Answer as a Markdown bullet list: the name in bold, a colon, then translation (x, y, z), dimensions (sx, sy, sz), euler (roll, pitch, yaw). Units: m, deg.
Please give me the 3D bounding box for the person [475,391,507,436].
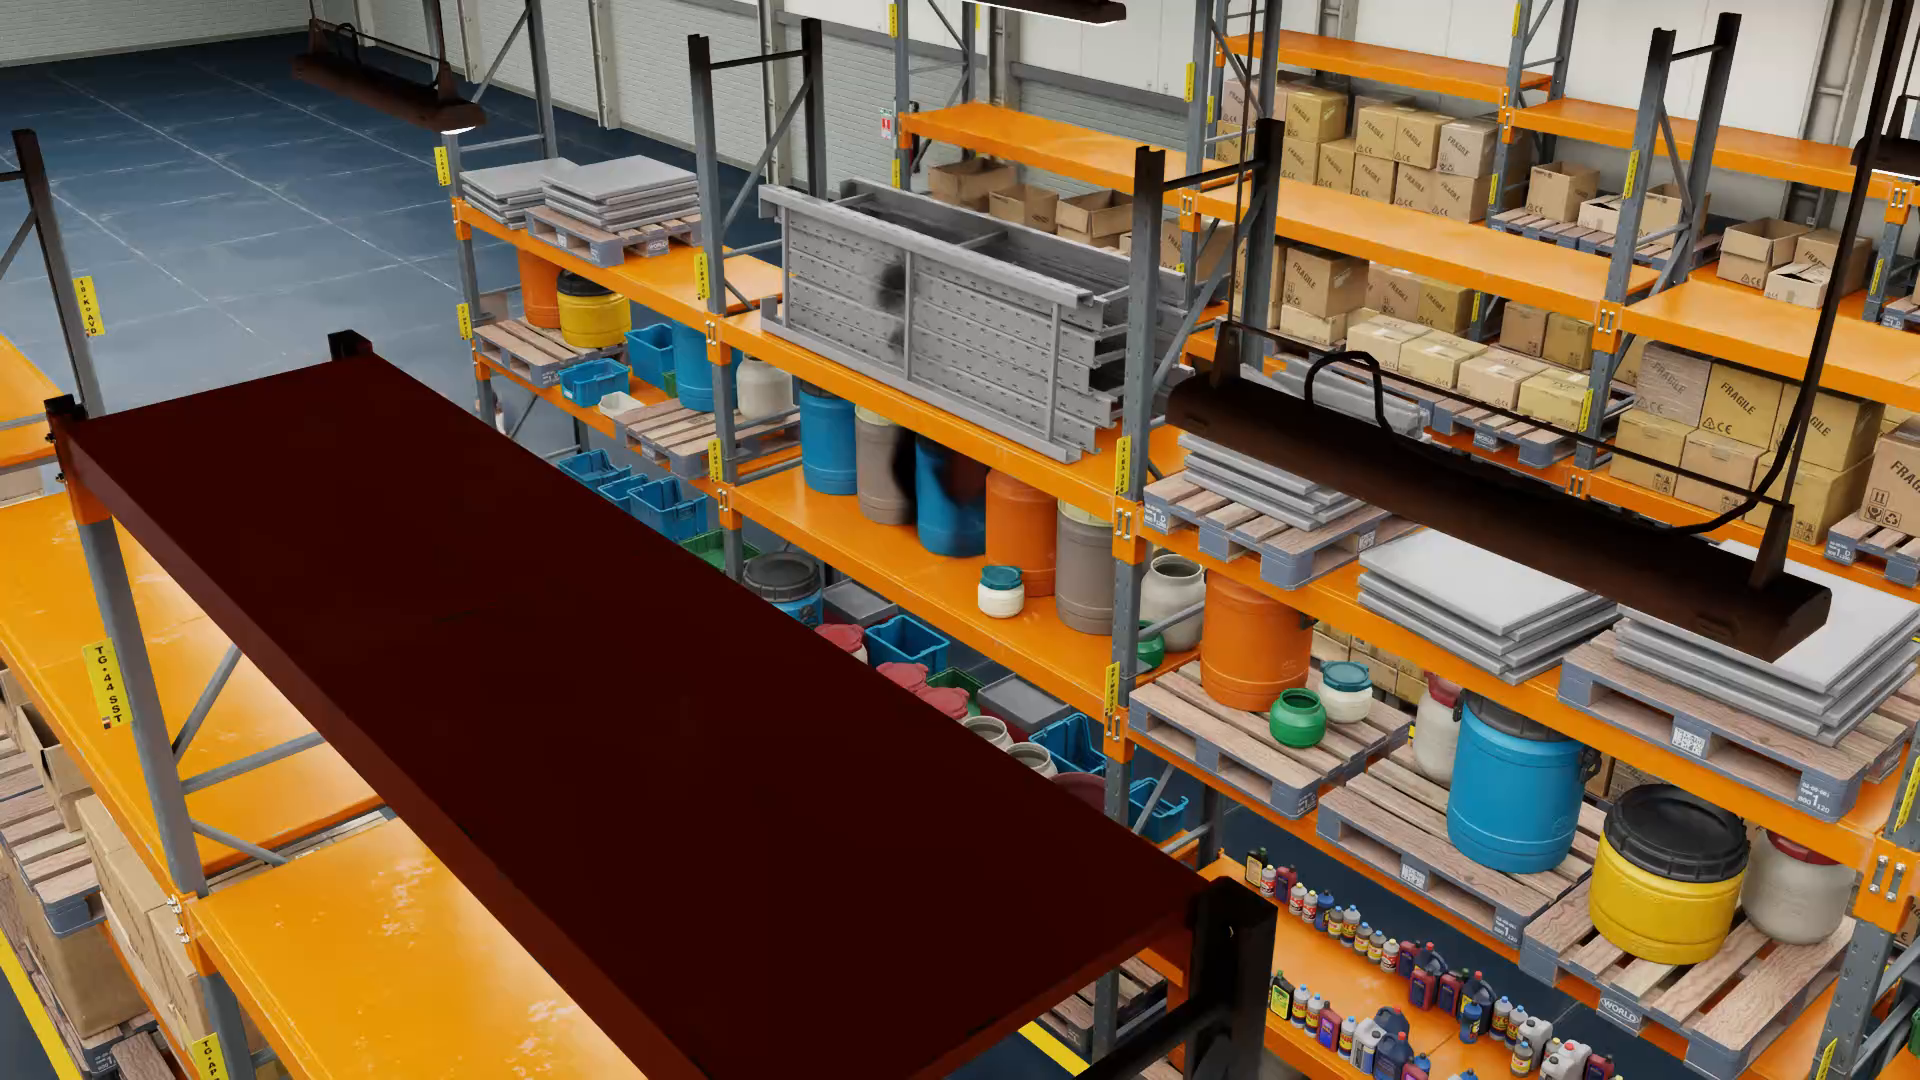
- **person**: translation (-4.748, -0.766, 17.229), dimensions (0.848, 1.707, 0.584), euler (1, 27, 2)
